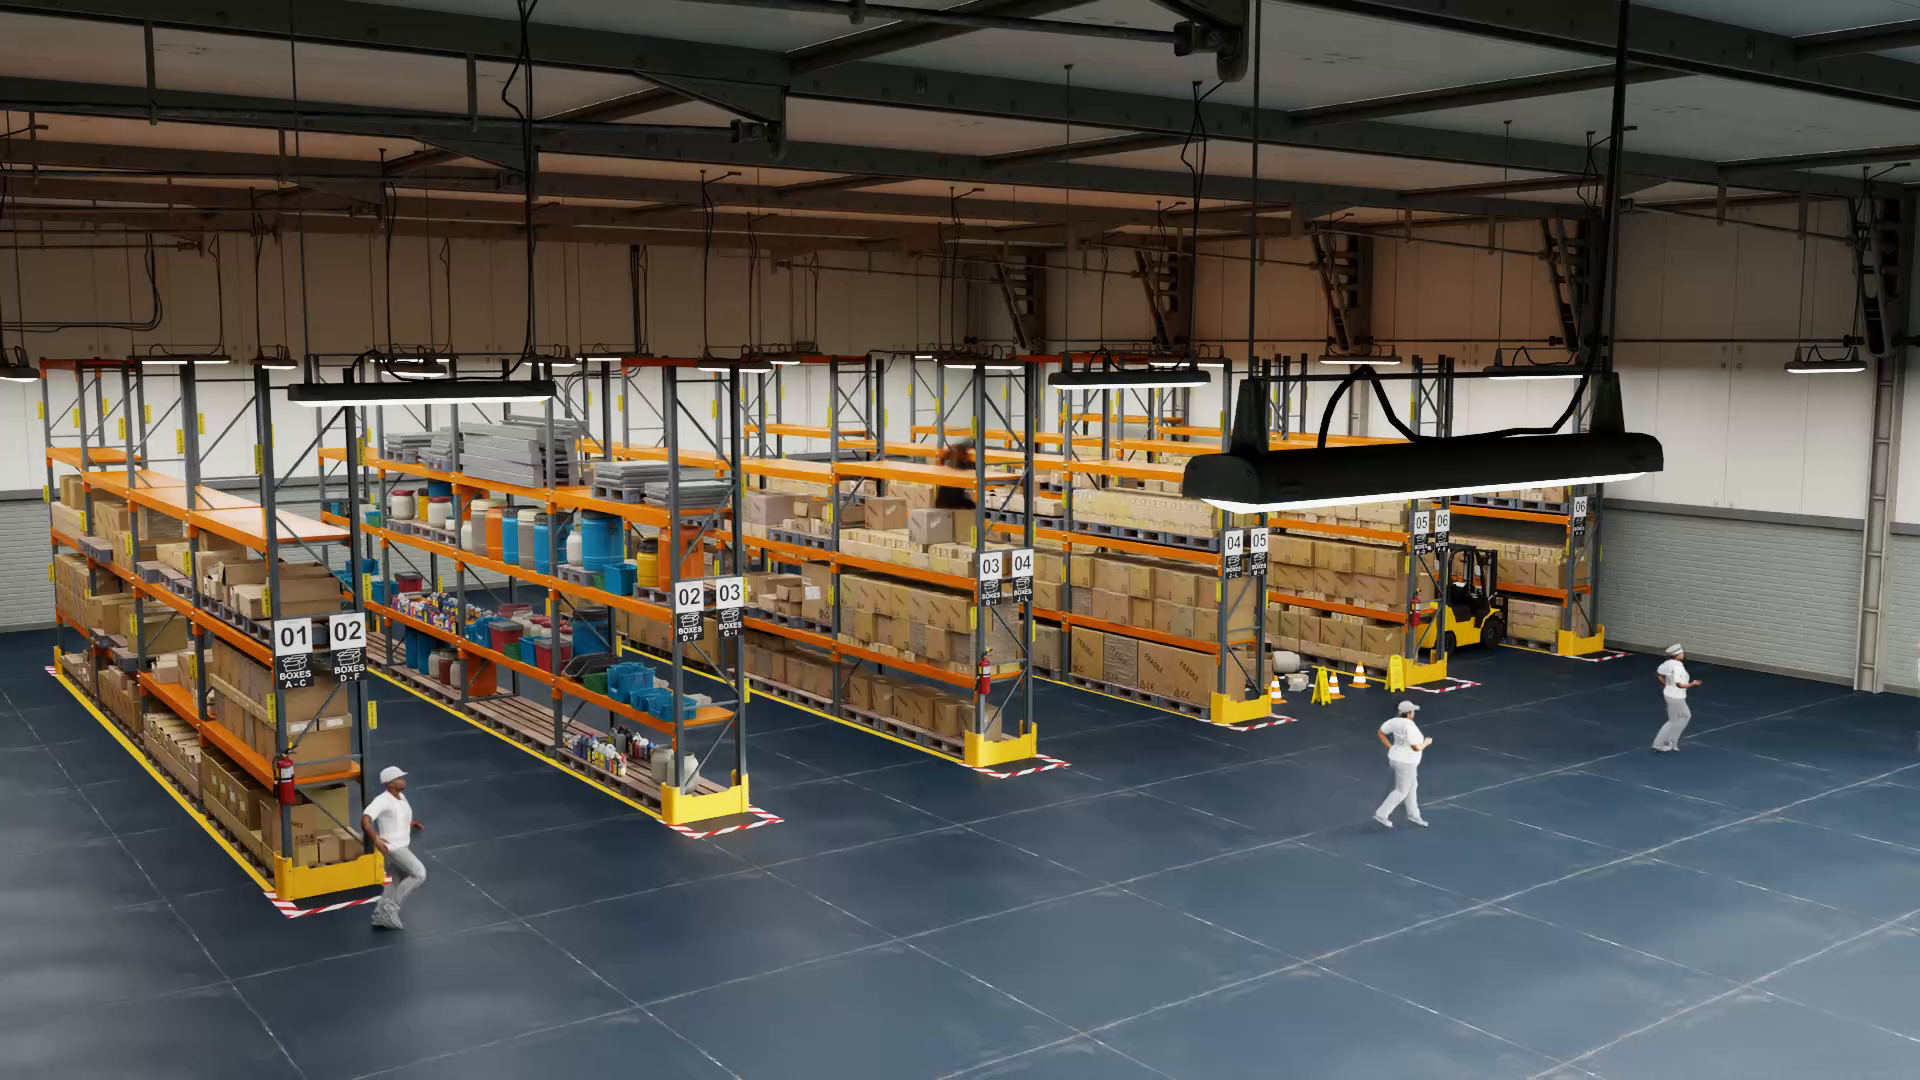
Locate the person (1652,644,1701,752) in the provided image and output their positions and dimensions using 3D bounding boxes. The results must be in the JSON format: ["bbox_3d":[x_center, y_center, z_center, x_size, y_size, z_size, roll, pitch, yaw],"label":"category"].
[{"bbox_3d":[11.011,2.440,25.542,0.660,1.727,0.555,1,7,10],"label":"person"}]

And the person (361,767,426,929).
[{"bbox_3d":[-6.100,3.322,18.019,0.616,1.726,0.709,-1,7,-10],"label":"person"}]

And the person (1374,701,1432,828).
[{"bbox_3d":[5.736,2.921,21.510,0.838,1.705,0.593,-1,7,-12],"label":"person"}]

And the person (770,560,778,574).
[{"bbox_3d":[-4.627,0.489,42.148,0.648,1.608,0.745,-1,7,-9],"label":"person"}]
